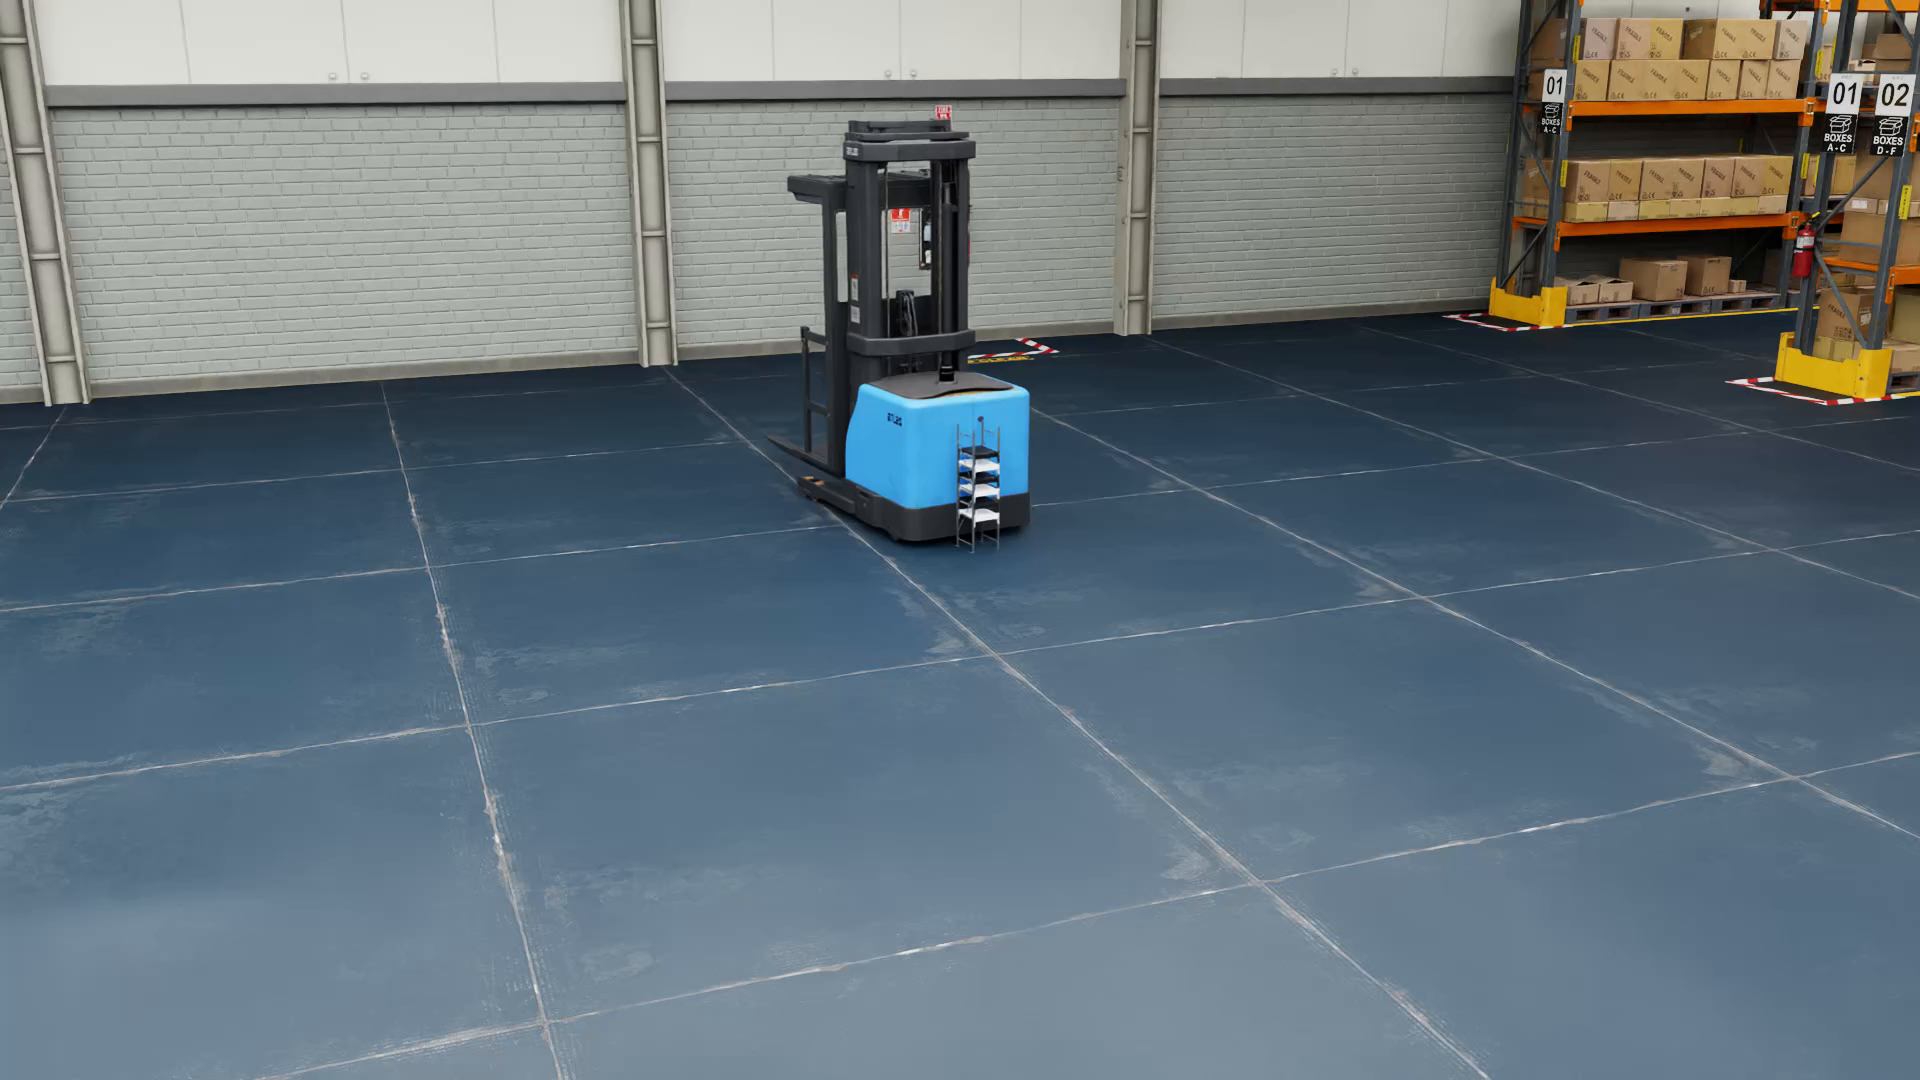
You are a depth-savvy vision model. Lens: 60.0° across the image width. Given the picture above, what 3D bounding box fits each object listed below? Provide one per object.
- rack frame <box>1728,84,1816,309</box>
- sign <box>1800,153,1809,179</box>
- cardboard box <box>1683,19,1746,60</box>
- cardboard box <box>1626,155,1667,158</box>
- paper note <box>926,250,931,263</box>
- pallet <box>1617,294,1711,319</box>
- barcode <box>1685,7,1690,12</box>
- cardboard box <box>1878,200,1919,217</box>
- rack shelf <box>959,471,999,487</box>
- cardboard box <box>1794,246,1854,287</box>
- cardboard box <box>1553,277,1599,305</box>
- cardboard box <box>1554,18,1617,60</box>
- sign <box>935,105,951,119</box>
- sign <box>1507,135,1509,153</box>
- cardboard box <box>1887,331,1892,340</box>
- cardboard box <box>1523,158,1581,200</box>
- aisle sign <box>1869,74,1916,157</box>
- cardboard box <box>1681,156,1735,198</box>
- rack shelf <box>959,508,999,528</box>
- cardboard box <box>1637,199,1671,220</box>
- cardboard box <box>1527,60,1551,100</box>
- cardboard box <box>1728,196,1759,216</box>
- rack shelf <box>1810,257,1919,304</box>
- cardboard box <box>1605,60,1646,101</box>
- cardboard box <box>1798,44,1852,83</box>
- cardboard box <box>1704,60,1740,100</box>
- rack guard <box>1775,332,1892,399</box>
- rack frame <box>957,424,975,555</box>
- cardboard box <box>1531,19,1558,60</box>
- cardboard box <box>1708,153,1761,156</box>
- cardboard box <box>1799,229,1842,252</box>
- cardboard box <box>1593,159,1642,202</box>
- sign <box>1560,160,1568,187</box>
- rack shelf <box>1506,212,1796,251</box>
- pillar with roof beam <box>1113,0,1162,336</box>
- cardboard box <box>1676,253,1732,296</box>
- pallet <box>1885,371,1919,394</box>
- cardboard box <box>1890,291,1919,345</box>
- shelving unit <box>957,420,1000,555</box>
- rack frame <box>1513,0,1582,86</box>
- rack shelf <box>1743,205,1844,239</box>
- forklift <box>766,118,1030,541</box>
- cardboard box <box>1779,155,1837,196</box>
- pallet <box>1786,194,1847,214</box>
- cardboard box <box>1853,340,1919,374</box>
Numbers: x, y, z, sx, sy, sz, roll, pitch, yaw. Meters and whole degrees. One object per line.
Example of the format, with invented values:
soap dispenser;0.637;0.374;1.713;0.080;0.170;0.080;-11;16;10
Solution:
rack frame;11.163;-4.759;22.980;0.127;3.000;1.000;-6;17;-20
sign;11.365;-5.032;22.374;0.005;0.325;0.100;-6;17;-20
cardboard box;9.801;-6.500;21.598;0.500;0.500;0.500;-7;18;-22
cardboard box;9.217;-4.909;22.389;0.500;0.500;0.500;-6;17;-19
paper note;-0.342;-3.387;19.873;0.142;0.148;0.016;-6;17;-20
pallet;9.408;-3.220;22.688;1.213;0.211;1.003;-6;17;-20
barcode;9.712;-7.082;22.197;0.075;0.075;0.001;-6;17;-20
cardboard box;9.648;-3.395;17.006;0.250;0.149;0.380;-6;18;-20
rack shelf;0.127;-0.427;11.754;0.200;0.077;0.258;-9;19;-29
cardboard box;12.309;-3.914;23.760;0.500;0.500;0.700;-7;18;-21
cardboard box;8.106;-3.323;22.080;0.500;0.311;0.500;-8;18;-26
cardboard box;7.875;-6.307;20.941;0.500;0.500;0.500;-8;18;-24
sign;-0.195;-4.947;19.507;0.199;0.298;0.001;-6;17;-20
sign;7.248;-5.211;21.903;0.005;0.325;0.100;-6;17;-20
cardboard box;10.062;-2.120;18.129;0.500;0.250;0.500;-6;17;-20
cardboard box;7.792;-4.756;21.871;0.500;0.500;0.500;-6;18;-21
aisle sign;9.253;-4.213;16.506;0.004;0.787;0.394;-6;17;-20
cardboard box;9.894;-4.827;22.113;0.500;0.500;0.500;-7;18;-22
rack shelf;0.127;-0.168;11.830;0.200;0.077;0.258;-9;19;-29
cardboard box;8.955;-4.365;21.868;0.500;0.250;0.500;-6;18;-21
cardboard box;7.727;-5.961;21.537;0.500;0.500;0.500;-5;17;-16
cardboard box;10.361;-4.521;22.400;0.500;0.250;0.500;-6;17;-20
rack shelf;11.072;-2.909;17.957;4.000;0.370;1.077;-6;17;-20
cardboard box;8.344;-5.865;21.210;0.500;0.500;0.500;-5;17;-16
cardboard box;11.703;-6.482;22.600;0.500;0.500;0.500;-4;17;-12
cardboard box;9.800;-6.026;21.759;0.500;0.500;0.500;-7;18;-22
rack guard;9.182;-1.851;17.513;0.348;0.500;1.175;-6;17;-20
rack frame;0.039;-0.358;11.720;0.006;0.900;0.240;-9;19;-29
cardboard box;7.737;-6.444;21.408;0.500;0.500;0.500;-5;17;-18
cardboard box;10.650;-5.064;22.918;0.500;0.500;0.500;-7;18;-21
cardboard box;12.255;-4.254;23.586;0.500;0.250;0.500;-7;18;-21
cardboard box;8.447;-4.669;21.574;0.500;0.500;0.500;-6;17;-20
sign;7.623;-4.628;20.998;0.005;0.325;0.100;-6;17;-20
rack shelf;9.296;-4.212;22.394;4.000;0.370;1.077;-6;17;-20
pillar with roof beam;3.710;-5.794;15.859;0.400;9.000;9.100;-6;17;-20
cardboard box;10.209;-3.655;22.878;0.500;0.500;0.500;-8;18;-24
pallet;9.903;-1.803;17.862;1.213;0.211;1.003;-6;17;-20
cardboard box;10.251;-2.341;17.550;0.500;0.500;0.500;-6;17;-20
shelving unit;0.127;-0.372;11.769;0.210;0.900;0.258;-9;19;-29
rack frame;7.428;-7.234;20.761;0.127;3.000;1.000;-6;17;-20
rack shelf;13.031;-4.615;23.768;4.000;0.370;1.077;-6;17;-20
forklift;-0.642;-1.761;12.894;1.130;2.935;3.031;-9;19;-28
cardboard box;11.651;-5.060;23.048;0.500;0.500;0.700;-6;17;-20
pallet;11.929;-4.705;23.139;1.213;0.211;1.003;-6;17;-20
cardboard box;9.785;-1.930;17.482;0.500;0.250;0.500;-6;17;-20
